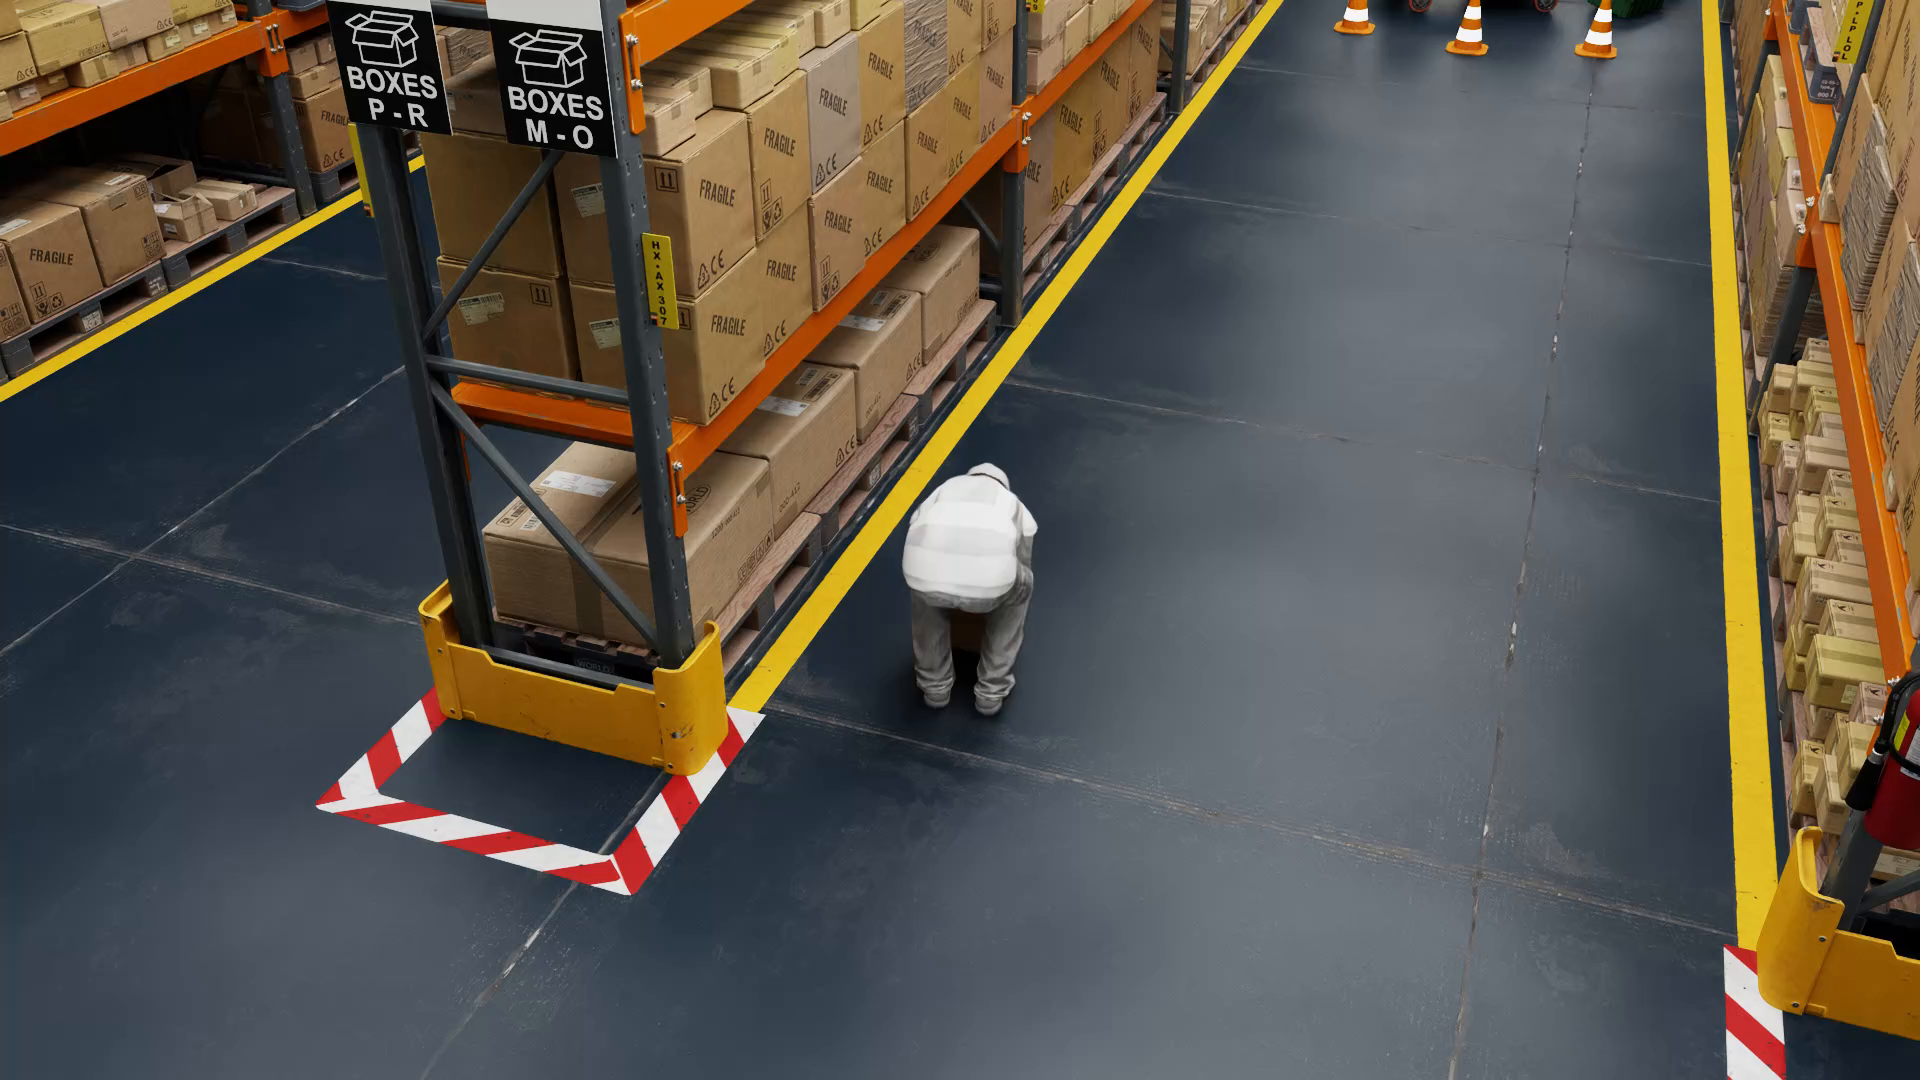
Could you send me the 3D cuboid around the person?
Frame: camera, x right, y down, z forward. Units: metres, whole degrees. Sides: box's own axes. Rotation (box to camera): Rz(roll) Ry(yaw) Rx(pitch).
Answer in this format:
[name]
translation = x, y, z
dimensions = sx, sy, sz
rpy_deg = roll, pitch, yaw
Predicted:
[person]
translation = 0.039, 0.155, 6.647
dimensions = 0.523, 0.947, 0.982
rpy_deg = 5, 33, 8
